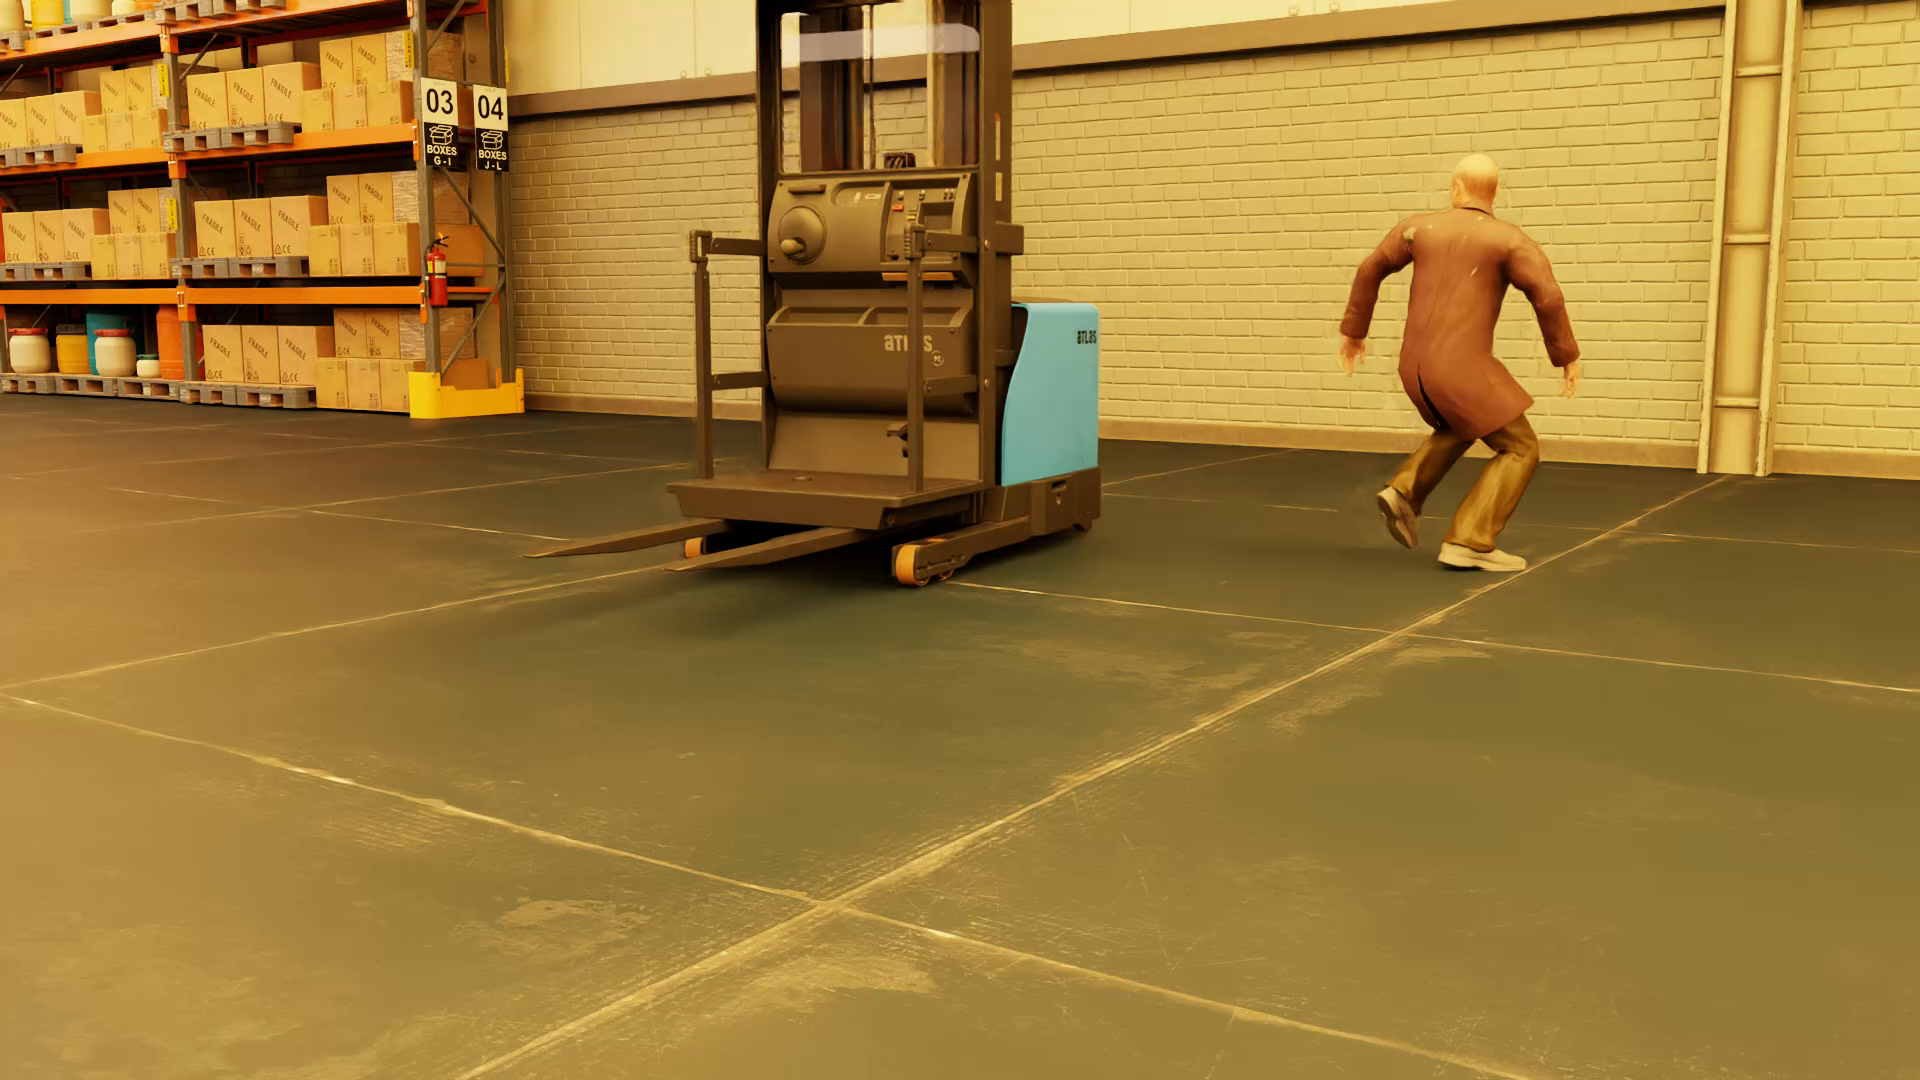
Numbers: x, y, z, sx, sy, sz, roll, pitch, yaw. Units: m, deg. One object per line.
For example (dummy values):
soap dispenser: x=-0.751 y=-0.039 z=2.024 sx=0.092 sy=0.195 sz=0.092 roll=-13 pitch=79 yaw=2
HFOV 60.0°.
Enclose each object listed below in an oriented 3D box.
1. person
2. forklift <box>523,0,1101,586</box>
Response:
person: x=2.052 y=-0.721 z=6.814 sx=0.650 sy=1.677 sz=0.868 roll=-4 pitch=9 yaw=-28
forklift: x=-0.479 y=-1.344 z=6.645 sx=1.130 sy=2.935 sz=3.031 roll=4 pitch=9 yaw=28
